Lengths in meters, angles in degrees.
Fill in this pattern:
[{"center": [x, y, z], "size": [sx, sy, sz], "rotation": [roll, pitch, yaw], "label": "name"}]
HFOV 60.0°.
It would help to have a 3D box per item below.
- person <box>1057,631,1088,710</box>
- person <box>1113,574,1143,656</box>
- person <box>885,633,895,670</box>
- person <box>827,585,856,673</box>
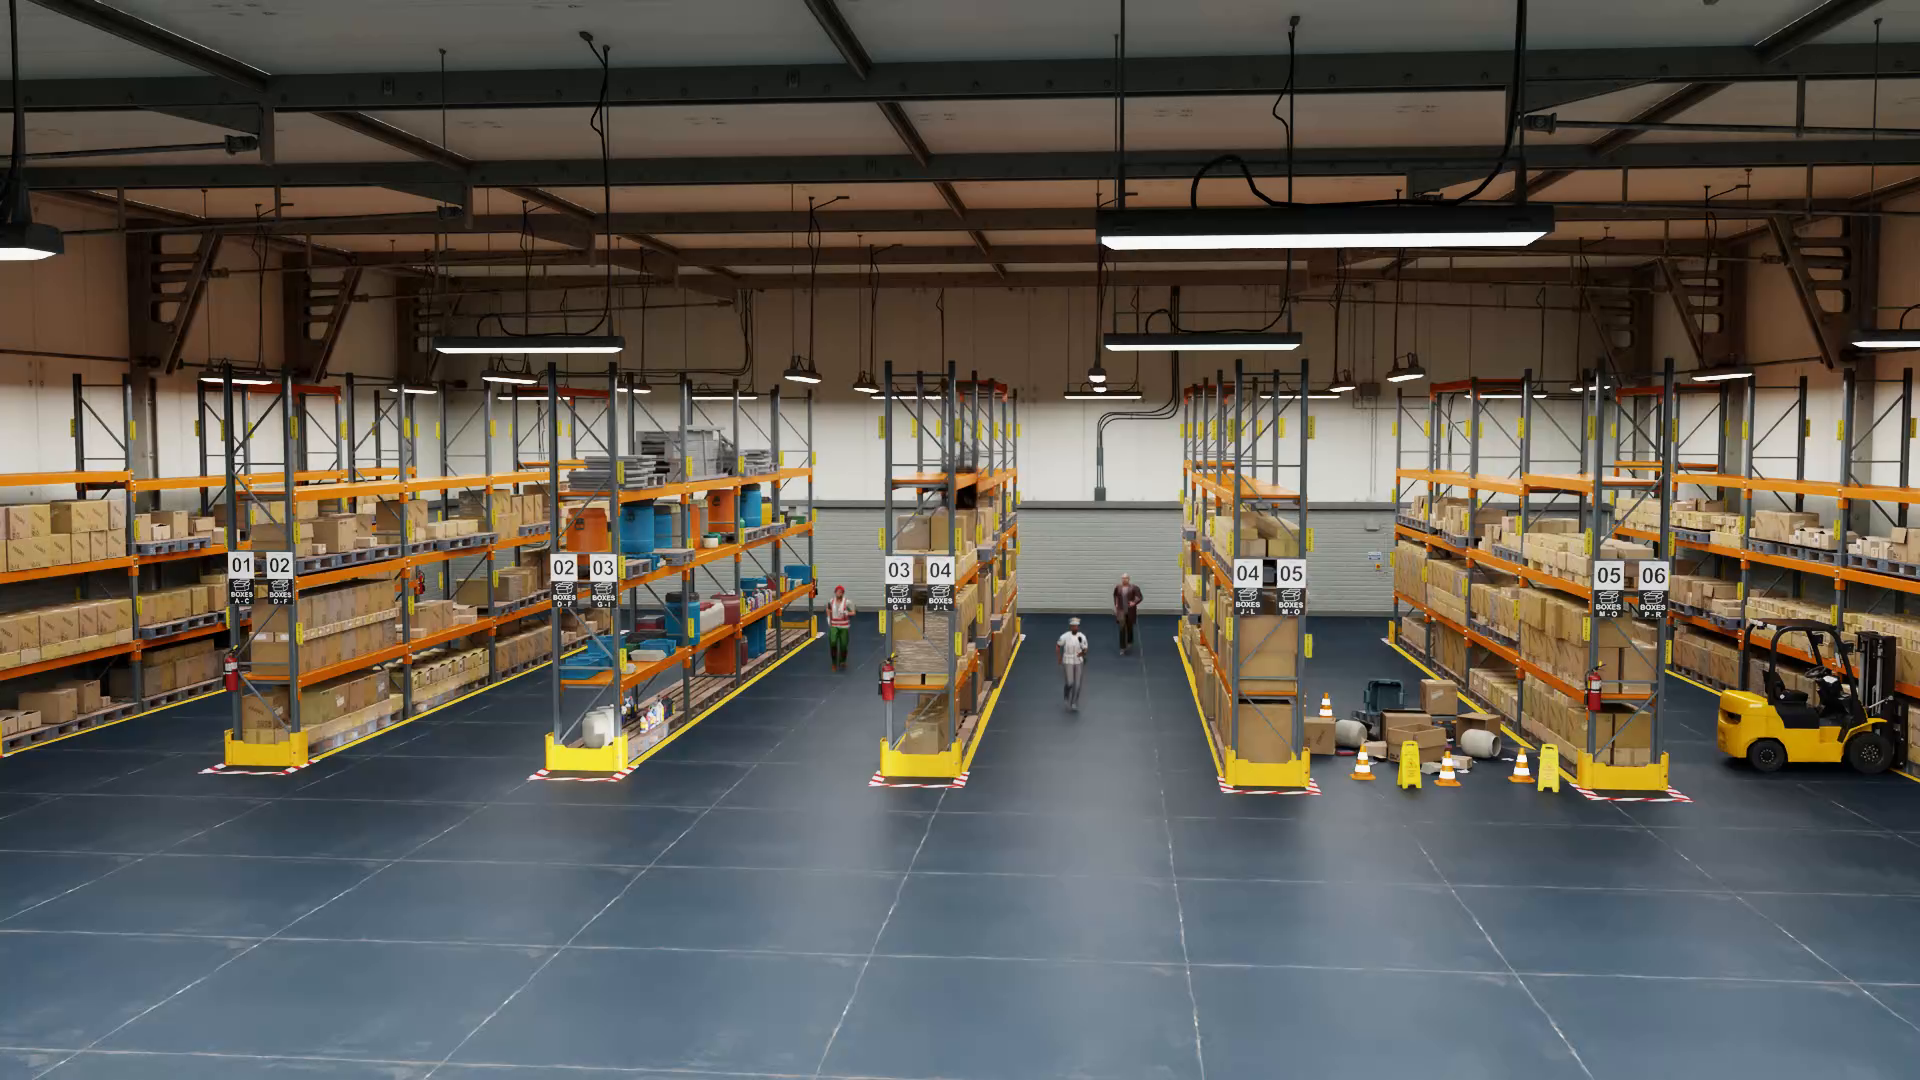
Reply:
[{"center": [2.001, 2.328, 29.652], "size": [0.479, 1.413, 0.582], "rotation": [0, 4, -6], "label": "person"}, {"center": [3.773, 1.656, 37.389], "size": [0.702, 1.824, 0.919], "rotation": [1, 4, 15], "label": "person"}, {"center": [-1.232, 1.954, 33.400], "size": [0.665, 1.714, 0.823], "rotation": [0, 4, -1], "label": "person"}, {"center": [-2.482, 1.850, 34.667], "size": [0.638, 1.826, 0.755], "rotation": [0, 4, 3], "label": "person"}]
